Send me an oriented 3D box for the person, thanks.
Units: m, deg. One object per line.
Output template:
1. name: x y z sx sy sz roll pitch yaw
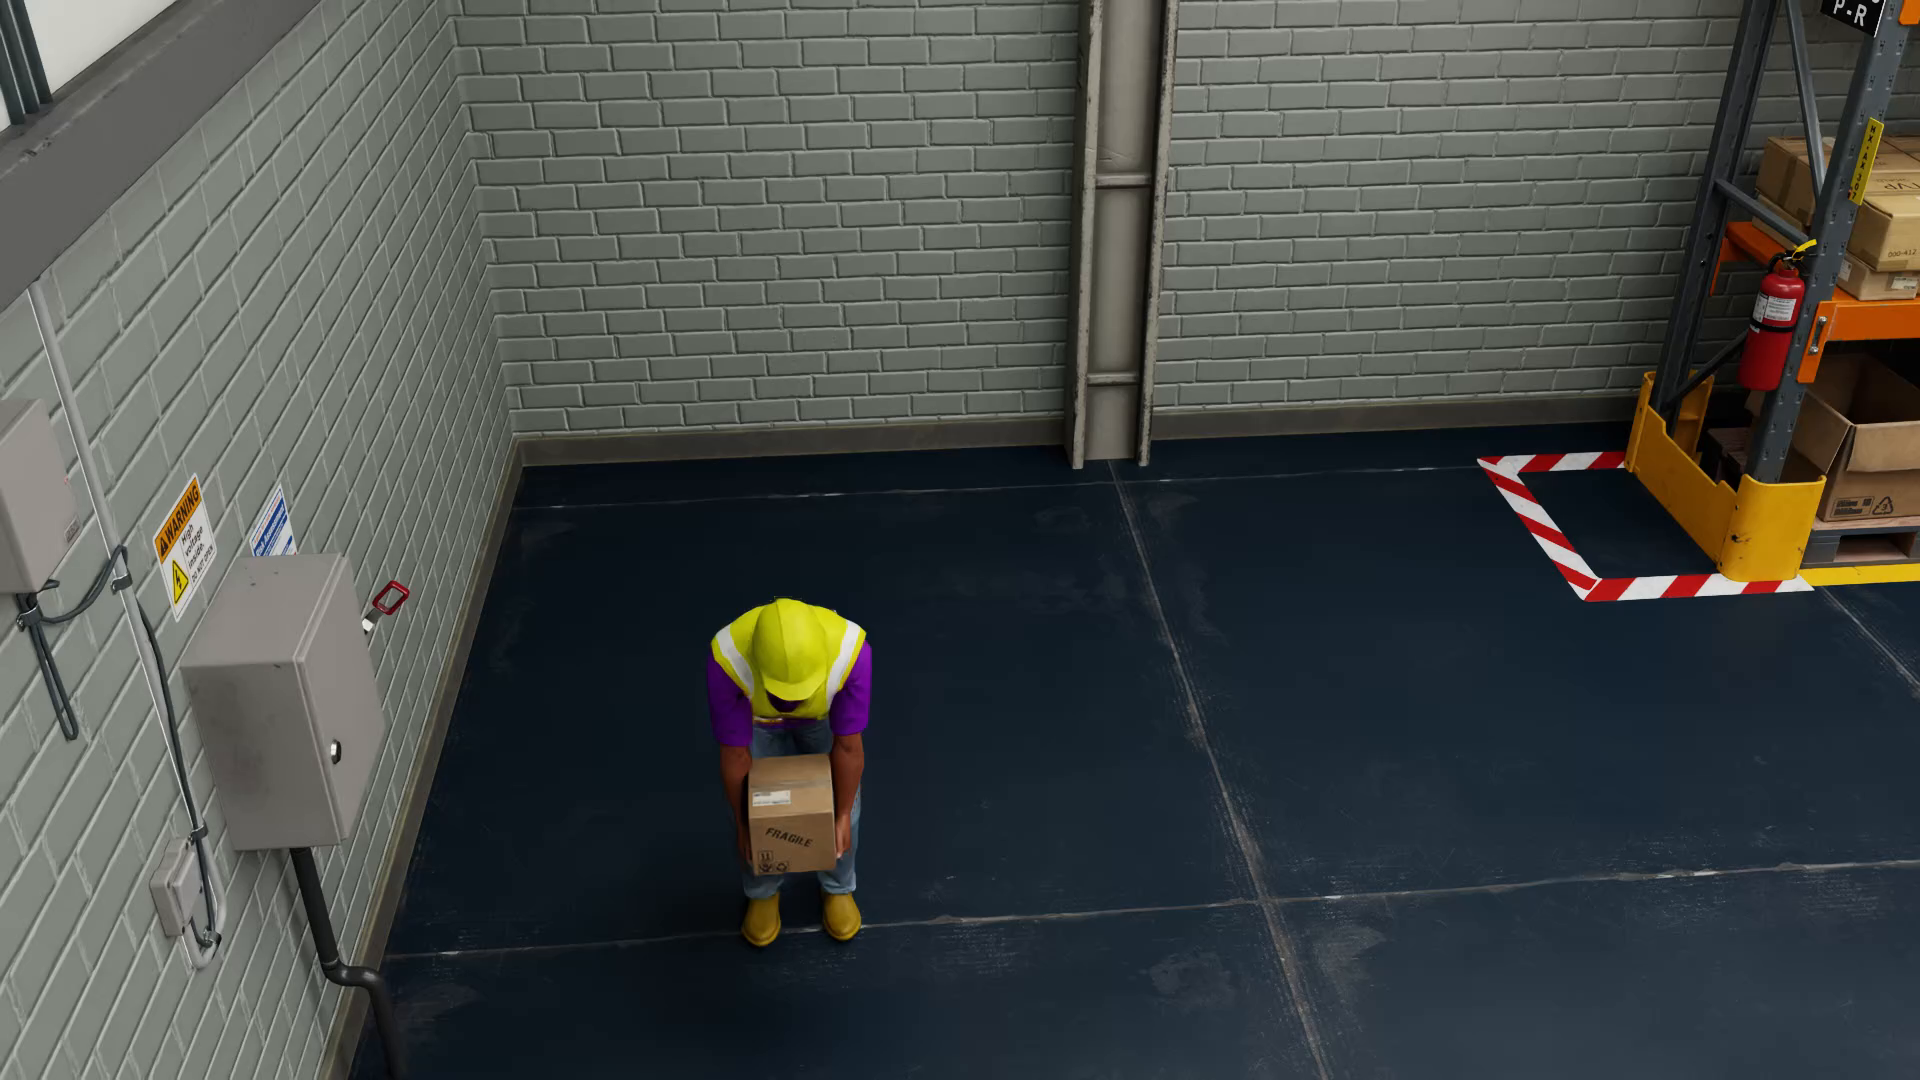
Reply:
1. person: -0.507 0.700 5.156 0.488 1.542 0.802 -3 31 -6
